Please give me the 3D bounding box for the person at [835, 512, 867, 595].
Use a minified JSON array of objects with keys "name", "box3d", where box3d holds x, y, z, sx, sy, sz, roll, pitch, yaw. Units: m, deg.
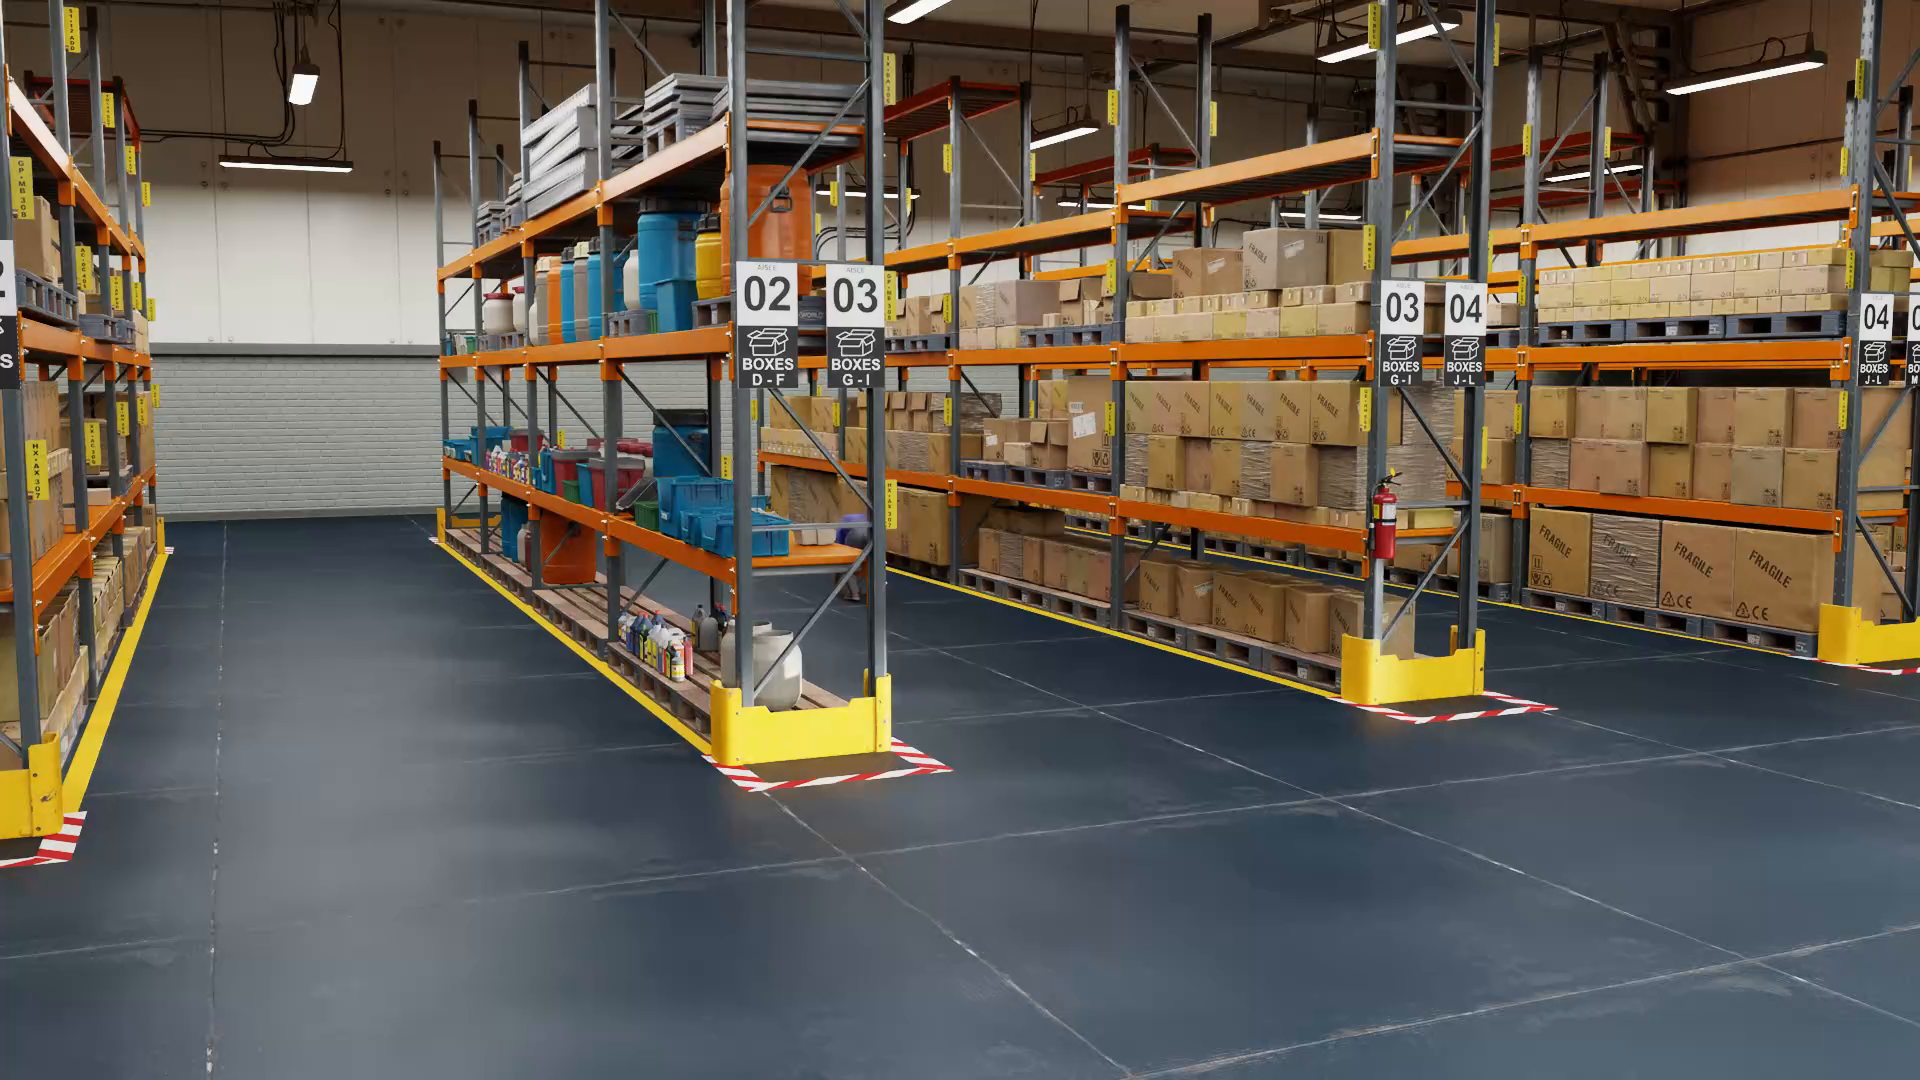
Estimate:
[{"name":"person","box3d":[-1.183,0.139,18.818,0.434,0.899,0.877,-3,6,-26]}]
